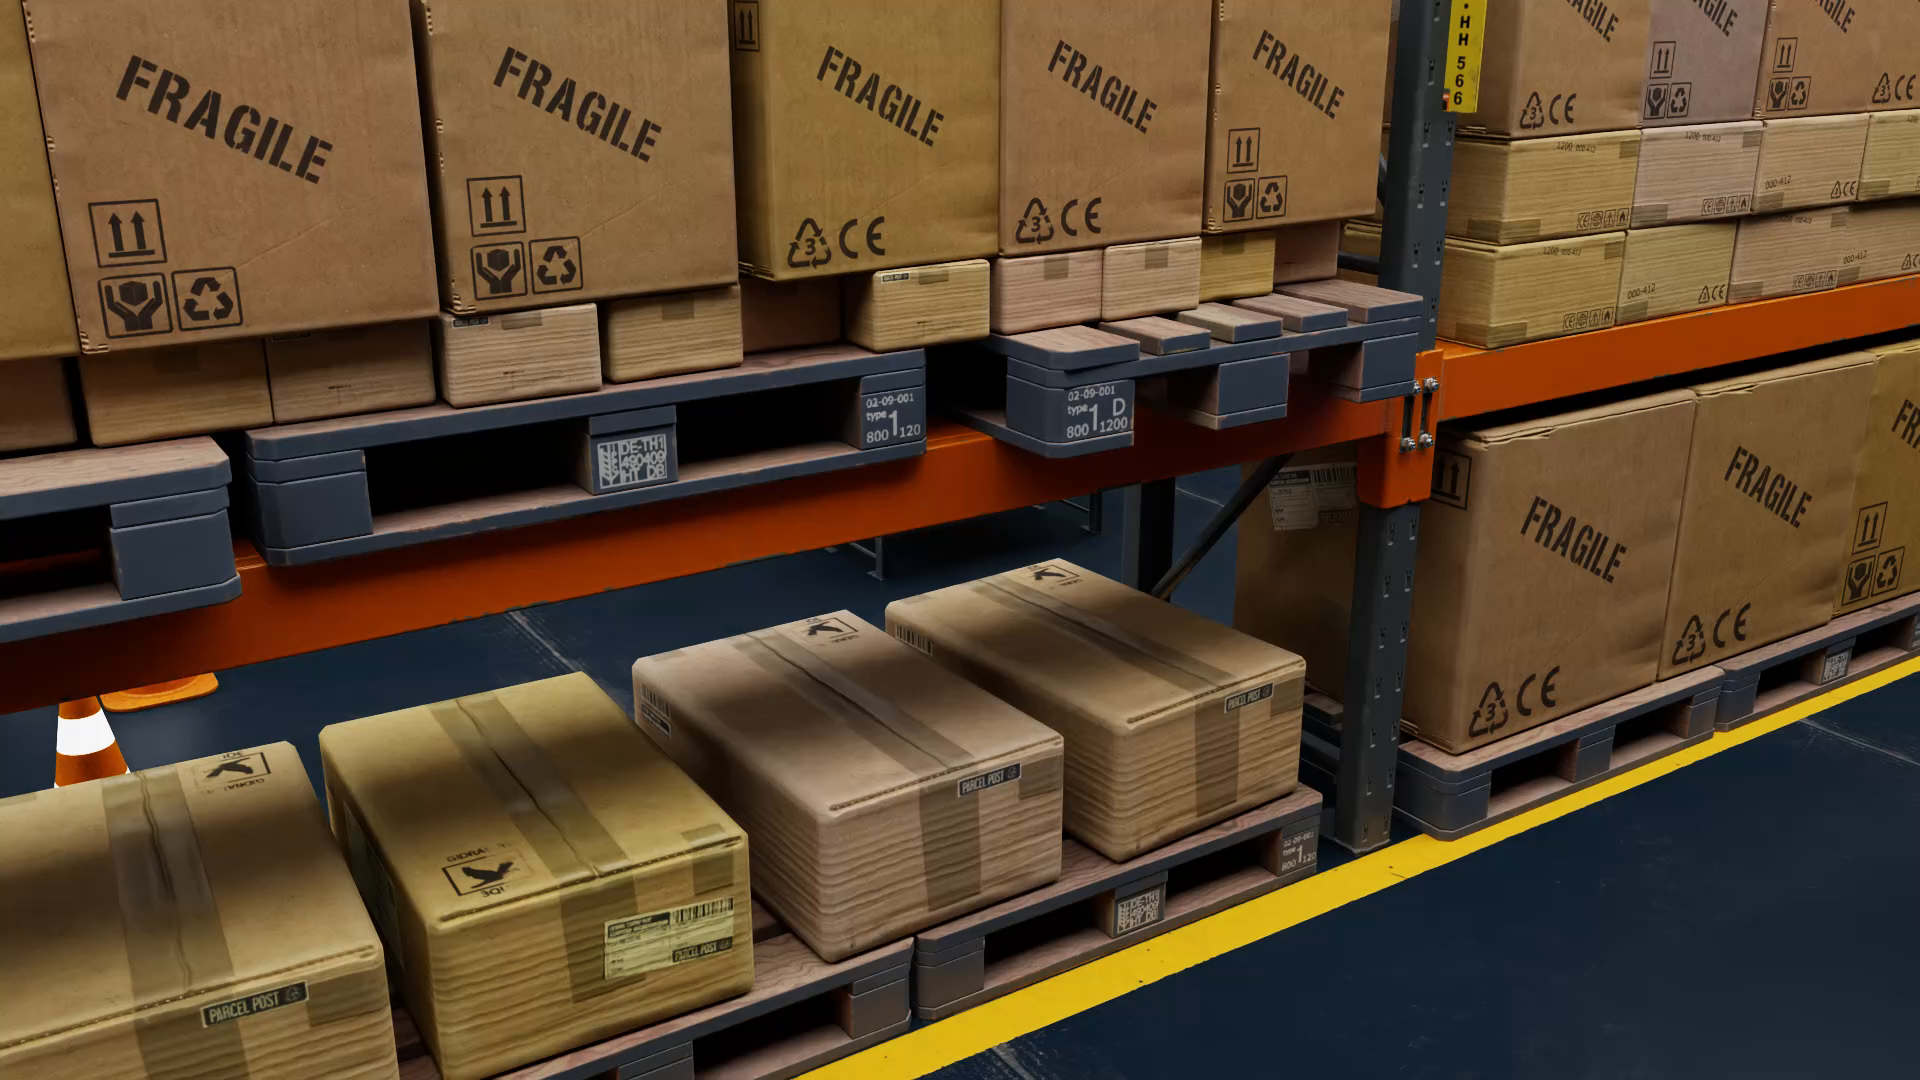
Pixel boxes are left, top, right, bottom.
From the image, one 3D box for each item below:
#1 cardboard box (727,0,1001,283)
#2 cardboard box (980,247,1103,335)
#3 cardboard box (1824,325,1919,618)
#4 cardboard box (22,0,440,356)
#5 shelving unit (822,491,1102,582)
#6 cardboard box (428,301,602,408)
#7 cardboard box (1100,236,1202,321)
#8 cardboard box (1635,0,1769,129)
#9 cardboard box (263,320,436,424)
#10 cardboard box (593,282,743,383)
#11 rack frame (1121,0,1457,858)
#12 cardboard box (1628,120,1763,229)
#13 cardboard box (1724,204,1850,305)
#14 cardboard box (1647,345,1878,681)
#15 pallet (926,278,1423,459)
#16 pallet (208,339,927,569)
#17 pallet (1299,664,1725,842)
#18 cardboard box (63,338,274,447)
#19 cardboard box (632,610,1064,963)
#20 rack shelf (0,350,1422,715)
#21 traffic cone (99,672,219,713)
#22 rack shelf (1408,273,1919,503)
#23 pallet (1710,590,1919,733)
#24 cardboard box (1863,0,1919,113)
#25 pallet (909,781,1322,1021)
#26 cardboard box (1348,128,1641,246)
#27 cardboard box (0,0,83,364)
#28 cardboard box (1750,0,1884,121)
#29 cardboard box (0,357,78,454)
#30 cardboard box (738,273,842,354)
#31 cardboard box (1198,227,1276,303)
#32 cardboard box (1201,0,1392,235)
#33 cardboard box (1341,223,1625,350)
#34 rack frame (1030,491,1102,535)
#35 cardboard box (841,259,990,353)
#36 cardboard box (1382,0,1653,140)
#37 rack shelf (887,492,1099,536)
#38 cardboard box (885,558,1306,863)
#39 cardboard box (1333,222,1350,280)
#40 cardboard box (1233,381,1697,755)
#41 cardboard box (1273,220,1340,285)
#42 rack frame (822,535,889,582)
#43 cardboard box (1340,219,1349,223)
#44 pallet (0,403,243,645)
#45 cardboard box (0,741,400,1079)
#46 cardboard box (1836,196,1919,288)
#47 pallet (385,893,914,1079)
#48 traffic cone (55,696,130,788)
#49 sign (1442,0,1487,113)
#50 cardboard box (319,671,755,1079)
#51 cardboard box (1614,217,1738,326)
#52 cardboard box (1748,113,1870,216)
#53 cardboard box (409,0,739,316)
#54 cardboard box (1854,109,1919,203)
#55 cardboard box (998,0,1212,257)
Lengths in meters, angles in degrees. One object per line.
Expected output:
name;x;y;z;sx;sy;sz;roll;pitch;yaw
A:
cardboard box;-0.270;-0.791;3.123;0.500;0.500;0.500;-14;23;-35
cardboard box;0.075;-0.535;3.381;0.250;0.149;0.380;-13;23;-34
cardboard box;2.920;-0.346;5.747;0.875;0.875;0.875;-11;22;-30
cardboard box;-1.150;-0.601;2.564;0.500;0.500;0.500;-12;22;-32
shelving unit;0.006;-0.534;6.568;1.048;1.125;0.538;-12;22;-31
cardboard box;-0.798;-0.351;2.837;0.250;0.149;0.380;-11;22;-29
cardboard box;0.289;-0.577;3.506;0.250;0.149;0.380;-12;22;-32
cardboard box;1.759;-1.373;4.407;0.500;0.500;0.500;-12;22;-31
cardboard box;-1.049;-0.318;2.740;0.250;0.149;0.380;-12;22;-31
cardboard box;-0.591;-0.406;2.999;0.250;0.149;0.380;-13;22;-33
rack frame;0.803;-0.741;4.253;0.127;3.000;1.000;-12;22;-31
cardboard box;1.795;-1.021;4.534;0.500;0.250;0.500;-11;22;-30
cardboard box;2.211;-0.875;4.883;0.500;0.250;0.500;-11;22;-30
cardboard box;2.173;-0.189;5.282;0.875;0.875;0.875;-12;22;-31
pallet;0.267;-0.496;3.828;1.003;0.211;1.213;-12;22;-31
pallet;-0.827;-0.291;3.220;1.213;0.211;1.003;-12;22;-31
pallet;1.503;0.461;5.051;1.213;0.211;1.003;-12;22;-31
cardboard box;-1.256;-0.275;2.612;0.250;0.149;0.380;-12;22;-31
cardboard box;-0.286;0.534;3.929;0.625;0.372;0.950;-12;22;-32
rack shelf;-0.867;-0.048;3.326;4.000;0.370;1.077;-12;22;-31
traffic cone;-2.579;0.254;5.271;0.334;0.463;0.336;-12;22;-31
rack shelf;2.474;-0.753;5.410;4.000;0.370;1.077;-12;22;-31
pallet;2.521;0.248;5.683;1.213;0.211;1.003;-12;22;-31
cardboard box;2.623;-1.548;4.924;0.500;0.500;0.500;-12;22;-31
pallet;0.150;0.717;4.294;1.213;0.211;1.003;-12;22;-31
cardboard box;1.362;-0.930;4.266;0.500;0.250;0.500;-12;22;-32
cardboard box;-1.570;-0.518;2.317;0.500;0.500;0.500;-12;22;-31
cardboard box;2.199;-1.460;4.664;0.500;0.500;0.500;-11;22;-30
cardboard box;-1.494;-0.241;2.511;0.250;0.149;0.380;-10;21;-28
cardboard box;-0.427;-0.472;3.195;0.250;0.149;0.380;-12;22;-31
cardboard box;0.475;-0.634;3.672;0.250;0.149;0.380;-12;22;-31
cardboard box;0.577;-0.974;3.665;0.500;0.500;0.500;-13;22;-33
cardboard box;1.351;-0.689;4.333;0.500;0.250;0.500;-12;22;-32
rack frame;0.430;-0.624;6.833;0.032;1.125;0.500;-12;22;-31
cardboard box;-0.148;-0.483;3.226;0.250;0.149;0.380;-11;22;-30
cardboard box;1.350;-1.284;4.140;0.500;0.500;0.500;-13;22;-33
rack shelf;0.006;-0.302;6.646;1.000;0.278;0.538;-12;22;-31
cardboard box;0.326;0.402;4.320;0.625;0.372;0.950;-14;23;-35
cardboard box;1.083;-0.829;4.746;0.500;0.250;0.500;-13;23;-33
cardboard box;1.426;-0.033;4.820;0.875;0.875;0.875;-12;22;-32
cardboard box;0.659;-0.700;3.869;0.250;0.149;0.380;-11;22;-29
rack frame;-0.419;-0.445;6.303;0.032;1.125;0.500;-12;22;-31
cardboard box;1.068;-1.060;4.650;0.500;0.250;0.500;-12;22;-32
pallet;-1.819;-0.041;2.483;1.213;0.211;1.003;-12;22;-31
cardboard box;-1.502;0.789;3.175;0.625;0.372;0.950;-10;21;-28
cardboard box;2.621;-0.963;5.143;0.500;0.250;0.500;-12;22;-31
pallet;-0.868;0.931;3.662;1.213;0.211;1.003;-12;22;-31
traffic cone;-2.272;0.572;4.329;0.334;0.463;0.336;-12;22;-31
sign;1.110;-1.109;3.656;0.005;0.325;0.100;-12;22;-31
cardboard box;-0.922;0.666;3.539;0.625;0.372;0.950;-11;22;-30
cardboard box;1.770;-0.784;4.615;0.500;0.250;0.500;-13;22;-33
cardboard box;2.218;-1.105;4.784;0.500;0.250;0.500;-12;22;-32
cardboard box;-0.726;-0.695;2.840;0.500;0.500;0.500;-13;23;-34
cardboard box;2.649;-1.191;5.038;0.500;0.250;0.500;-11;22;-30
cardboard box;0.151;-0.880;3.387;0.500;0.500;0.500;-12;22;-32
